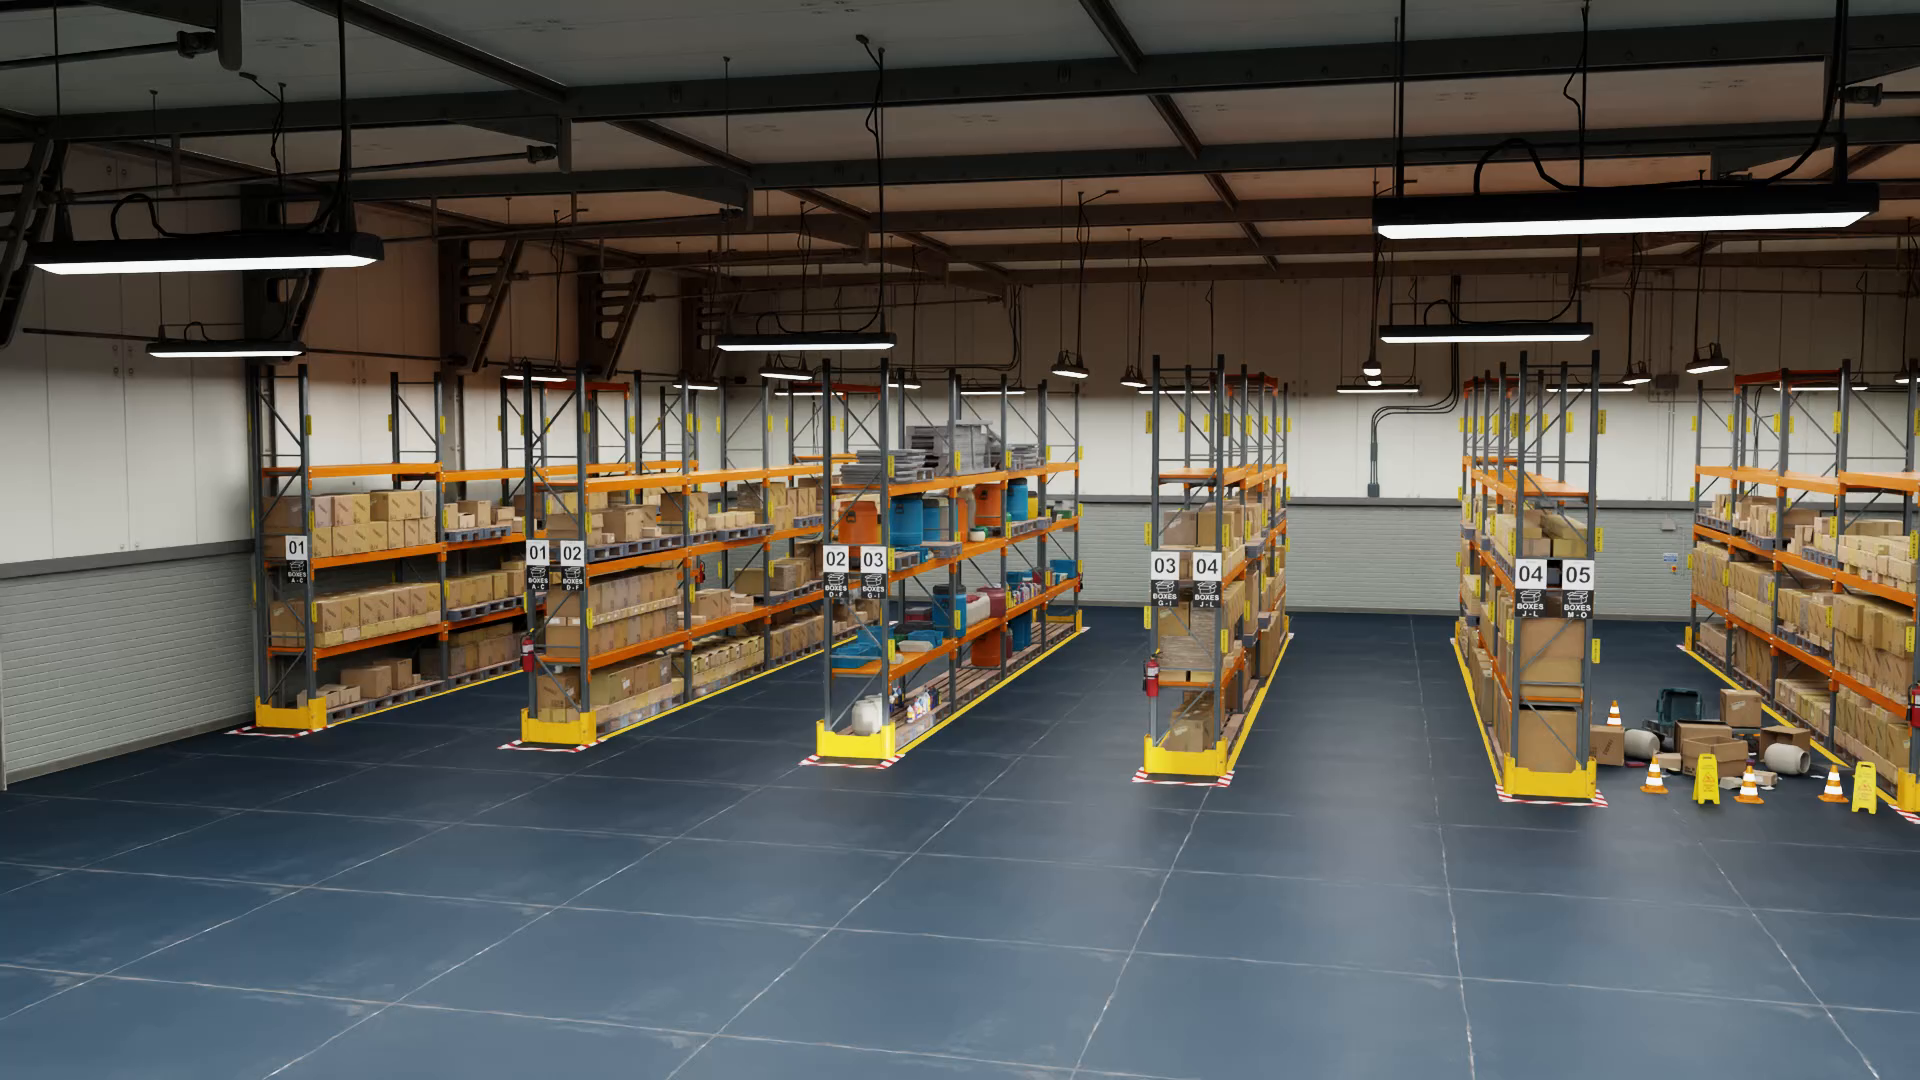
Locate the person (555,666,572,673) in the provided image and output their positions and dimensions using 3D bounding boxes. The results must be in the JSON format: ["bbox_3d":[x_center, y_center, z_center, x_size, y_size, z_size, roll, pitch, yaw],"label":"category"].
[{"bbox_3d":[-7.057,2.106,29.881,0.456,1.623,0.964,0,4,2],"label":"person"}]

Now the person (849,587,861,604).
[{"bbox_3d":[-2.791,1.084,44.505,0.488,1.663,0.683,-3,5,-36],"label":"person"}]
